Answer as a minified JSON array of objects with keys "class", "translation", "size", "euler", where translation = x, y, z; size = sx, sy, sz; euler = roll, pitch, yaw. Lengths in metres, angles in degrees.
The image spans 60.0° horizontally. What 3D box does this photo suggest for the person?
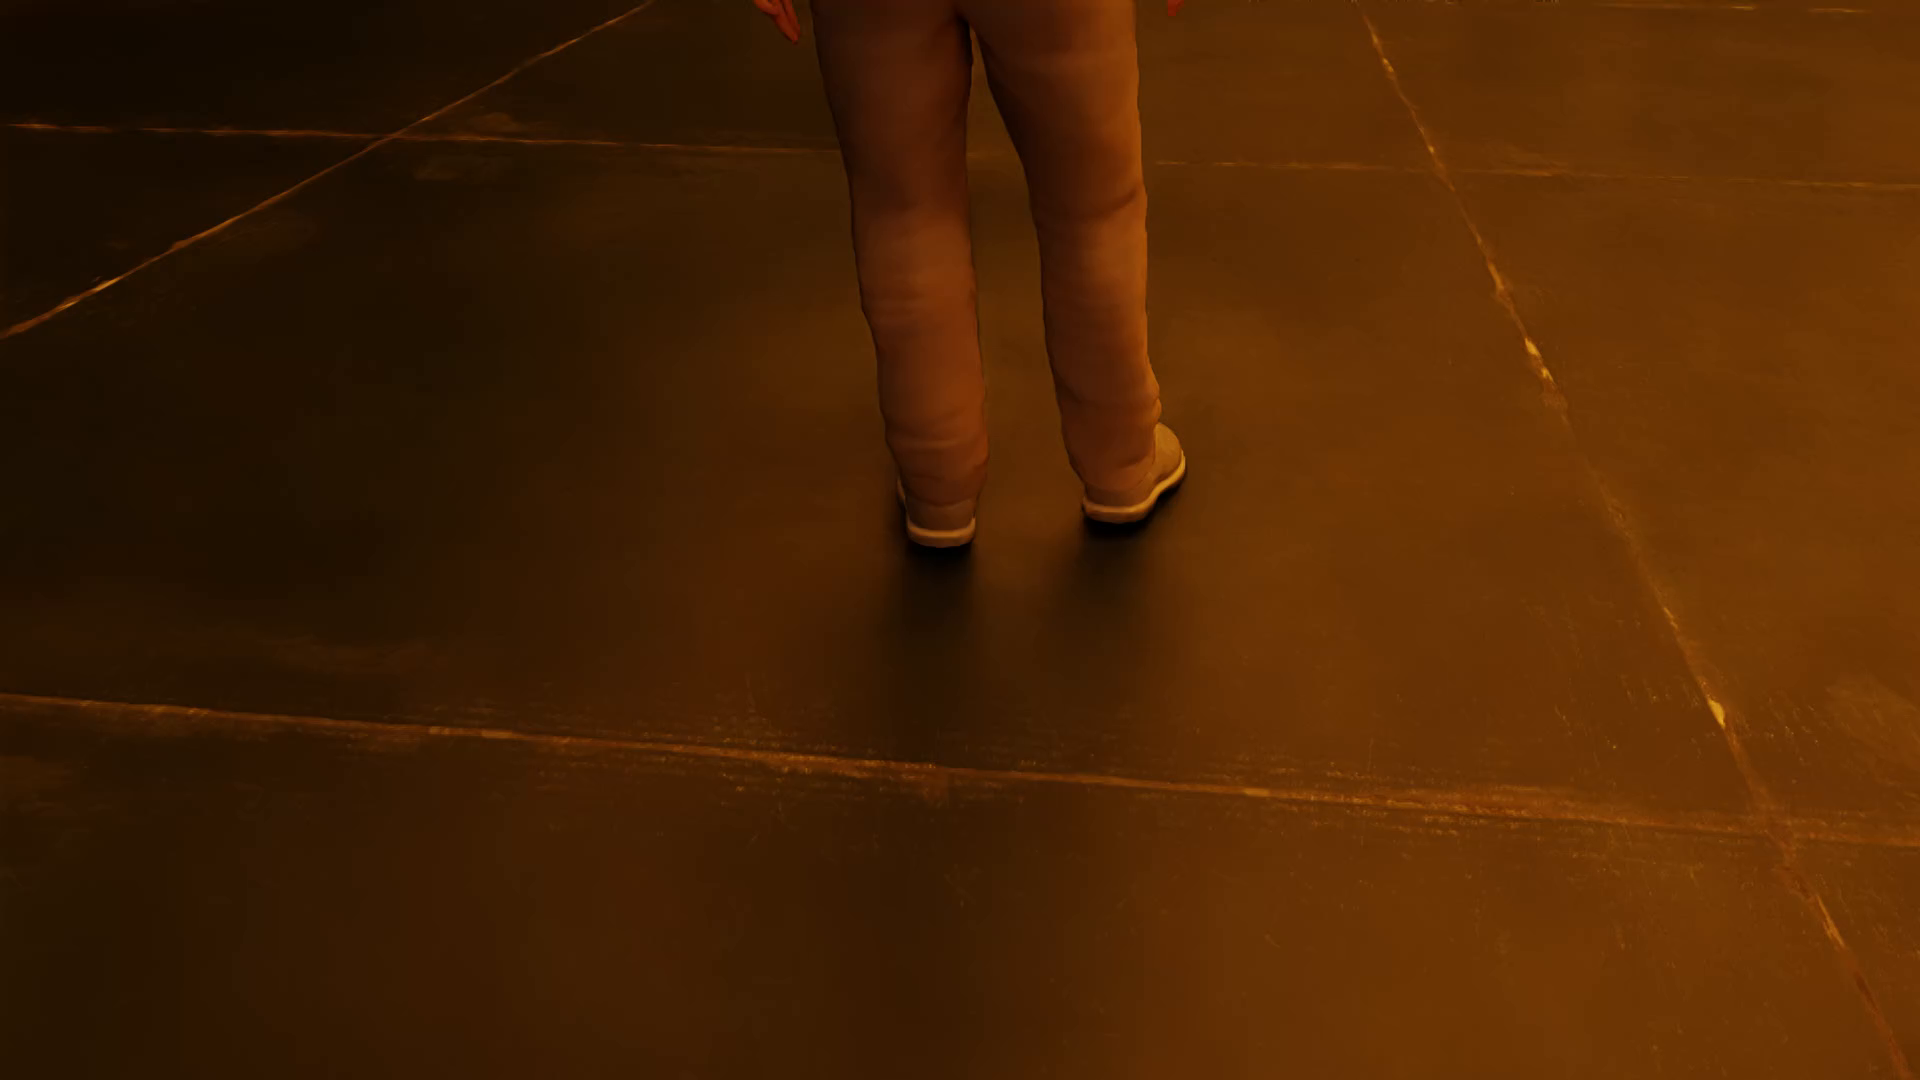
[{"class":"person","translation":[0.024,-0.819,2.189],"size":[0.640,1.726,0.550],"euler":[3,27,7]}]
